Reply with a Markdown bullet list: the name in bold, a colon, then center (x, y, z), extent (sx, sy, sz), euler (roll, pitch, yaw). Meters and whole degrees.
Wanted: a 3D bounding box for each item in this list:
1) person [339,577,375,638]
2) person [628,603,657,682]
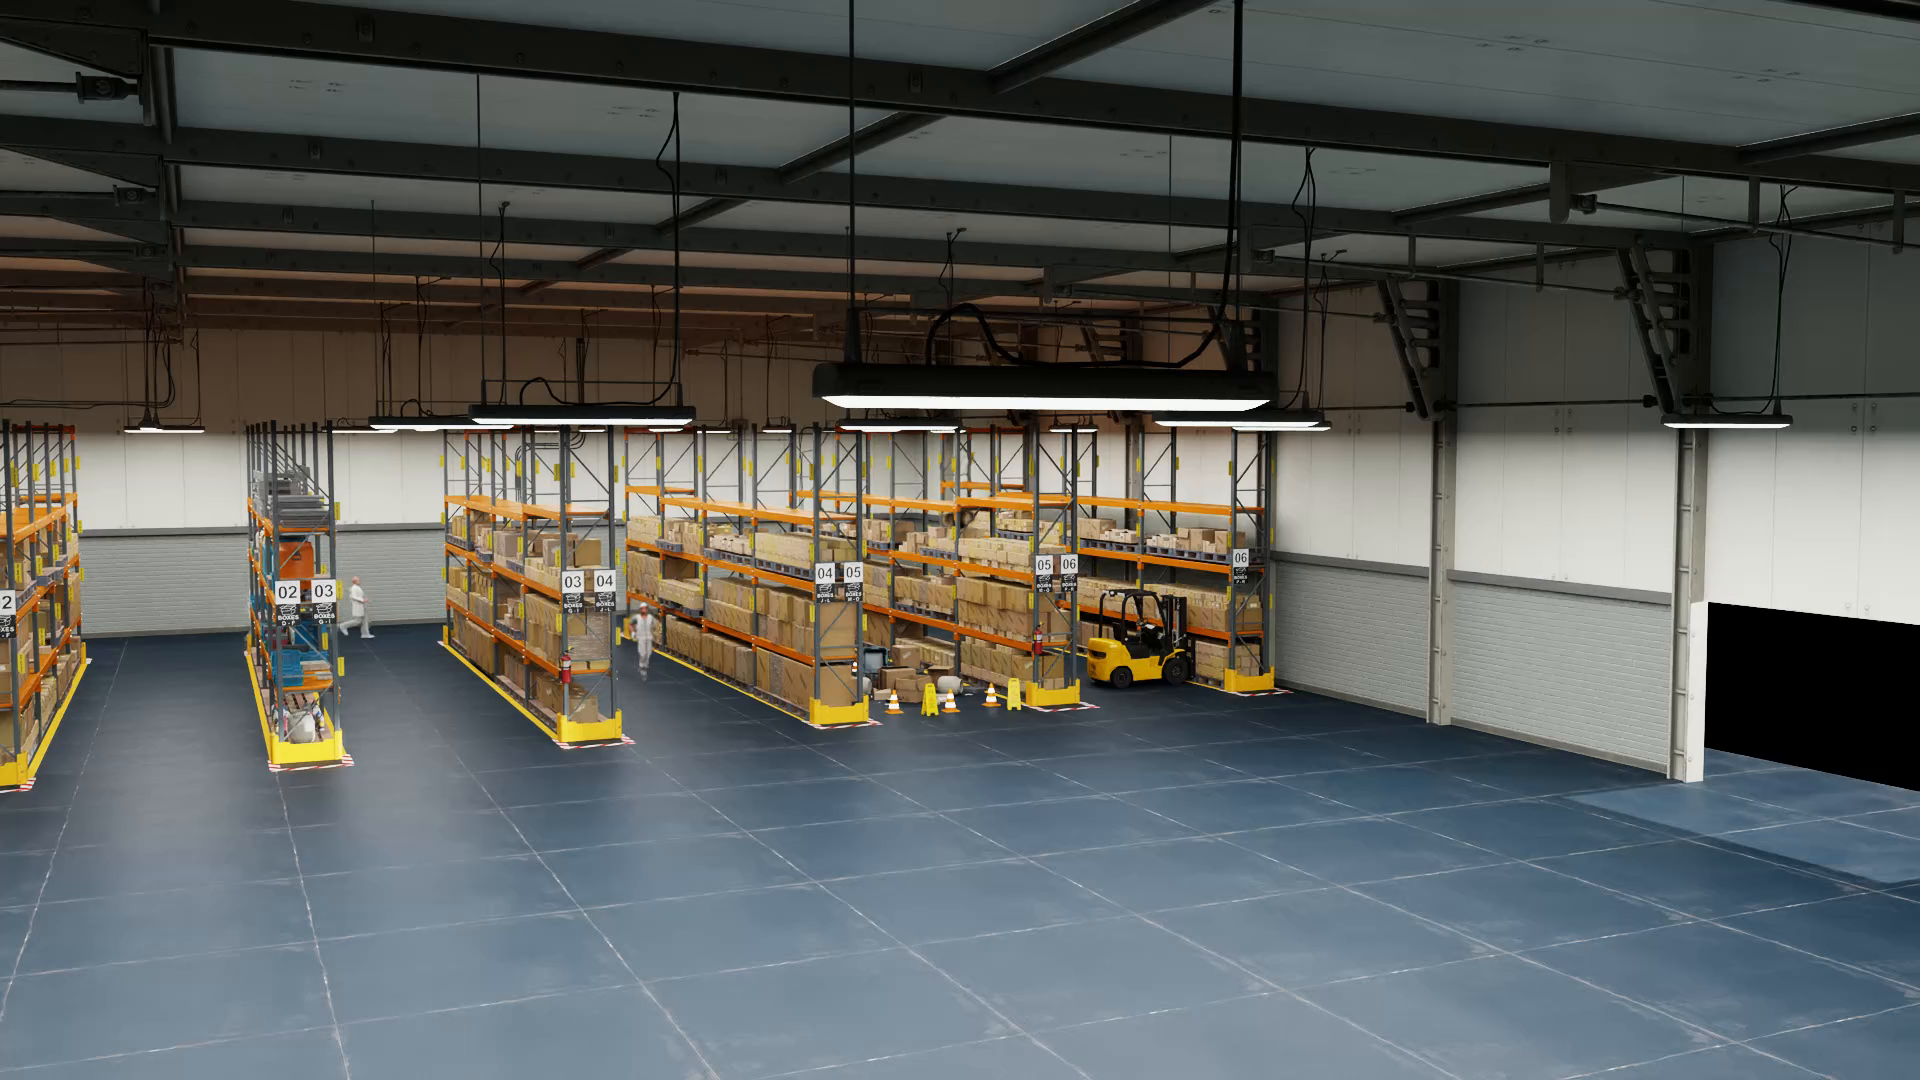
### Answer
- **person**: center (-17.028, 1.917, 46.927), extent (0.962, 1.746, 0.720), euler (-1, 4, -13)
- **person**: center (-7.403, 2.391, 39.008), extent (0.631, 1.844, 0.735), euler (-2, 4, -29)
